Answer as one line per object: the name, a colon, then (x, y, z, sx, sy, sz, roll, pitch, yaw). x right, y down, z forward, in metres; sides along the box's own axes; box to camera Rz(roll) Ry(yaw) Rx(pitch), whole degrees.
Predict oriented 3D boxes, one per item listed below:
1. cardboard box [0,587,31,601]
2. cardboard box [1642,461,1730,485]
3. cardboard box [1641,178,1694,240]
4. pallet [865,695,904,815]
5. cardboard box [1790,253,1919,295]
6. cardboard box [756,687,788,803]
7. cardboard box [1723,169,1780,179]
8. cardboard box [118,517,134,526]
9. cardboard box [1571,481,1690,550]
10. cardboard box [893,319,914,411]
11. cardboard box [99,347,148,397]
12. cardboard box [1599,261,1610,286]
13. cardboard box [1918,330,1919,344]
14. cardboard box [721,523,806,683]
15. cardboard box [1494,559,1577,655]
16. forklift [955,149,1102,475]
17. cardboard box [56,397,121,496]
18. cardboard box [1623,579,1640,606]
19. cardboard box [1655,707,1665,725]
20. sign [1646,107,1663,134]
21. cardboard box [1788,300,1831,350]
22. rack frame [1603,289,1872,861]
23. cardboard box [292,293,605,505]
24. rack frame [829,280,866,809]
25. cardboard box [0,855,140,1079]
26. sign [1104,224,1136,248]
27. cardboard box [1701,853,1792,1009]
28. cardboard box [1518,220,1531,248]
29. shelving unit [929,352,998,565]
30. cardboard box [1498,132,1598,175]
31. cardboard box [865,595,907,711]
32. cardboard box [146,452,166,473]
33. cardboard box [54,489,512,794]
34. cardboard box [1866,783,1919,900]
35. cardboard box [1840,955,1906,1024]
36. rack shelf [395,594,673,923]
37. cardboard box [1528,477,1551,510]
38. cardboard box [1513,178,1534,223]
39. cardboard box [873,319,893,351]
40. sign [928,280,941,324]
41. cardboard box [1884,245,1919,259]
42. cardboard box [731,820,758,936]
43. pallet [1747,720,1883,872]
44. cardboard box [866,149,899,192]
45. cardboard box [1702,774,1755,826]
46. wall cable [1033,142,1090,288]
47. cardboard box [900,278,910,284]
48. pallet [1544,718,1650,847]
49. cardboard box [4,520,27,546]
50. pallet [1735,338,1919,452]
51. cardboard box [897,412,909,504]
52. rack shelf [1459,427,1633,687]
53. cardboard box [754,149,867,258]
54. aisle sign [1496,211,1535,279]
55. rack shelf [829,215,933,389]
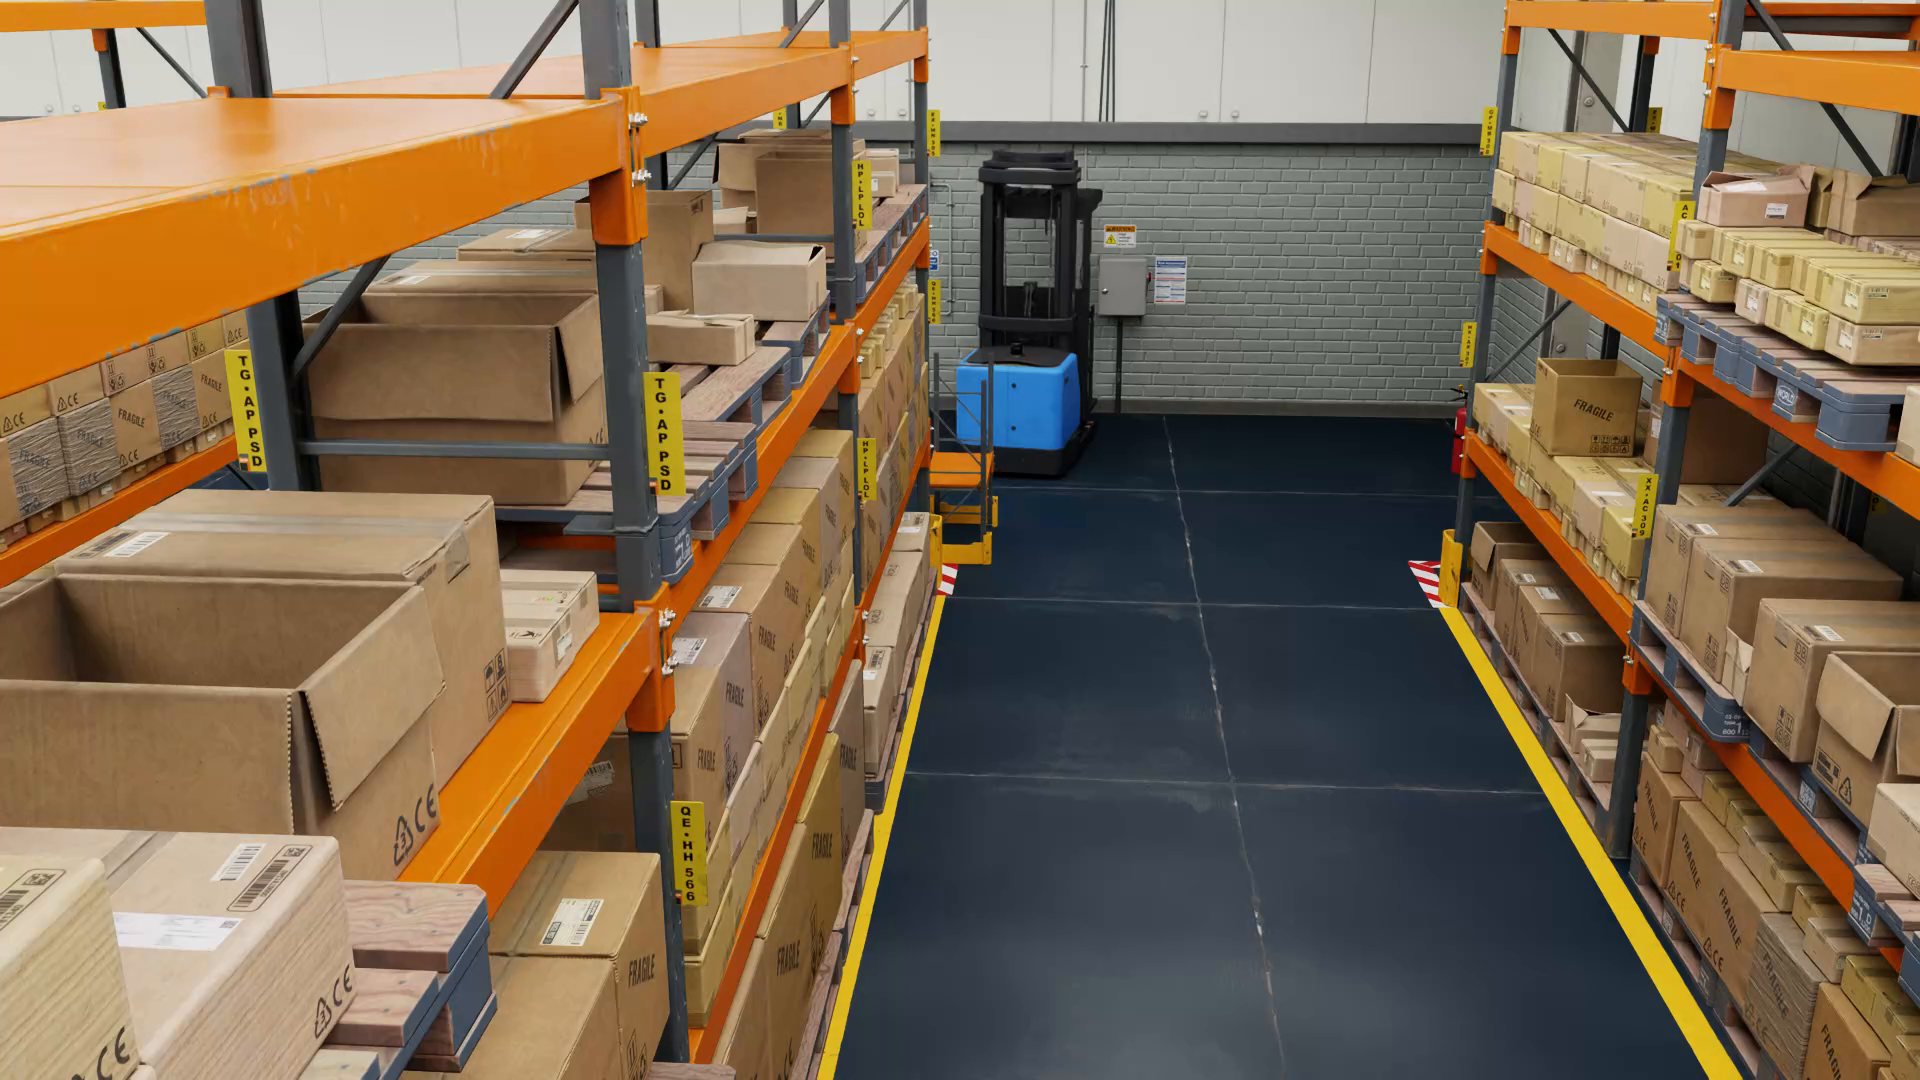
cardboard box: (-6.177, 0.415, 10.788, 0.380, 0.149, 0.250, 1, 18, 2)
cardboard box: (4.305, -0.280, 9.723, 0.500, 0.250, 0.500, 2, 18, 5)
cardboard box: (3.728, -1.641, 8.257, 0.500, 0.250, 0.500, 1, 18, 4)
pallet: (-0.886, 1.235, 9.814, 1.003, 0.211, 1.213, 1, 18, 4)
cardboard box: (3.513, -1.034, 6.534, 0.380, 0.149, 0.250, 2, 18, 5)
cardboard box: (-0.937, 0.754, 6.244, 0.500, 0.250, 0.500, 1, 18, 4)
cardboard box: (4.273, -1.788, 8.704, 0.500, 0.250, 0.500, 1, 18, 2)
cardboard box: (-5.953, -0.061, 12.240, 0.380, 0.149, 0.250, 2, 18, 5)
cardboard box: (3.747, -0.135, 9.282, 0.500, 0.250, 0.500, 1, 18, 4)
cardboard box: (-0.576, -1.149, 10.846, 0.500, 0.500, 0.500, 1, 18, 4)
cardboard box: (-5.561, -1.210, 10.554, 0.500, 0.500, 0.500, 1, 18, 2)
cardboard box: (3.783, -1.488, 9.233, 0.380, 0.149, 0.250, 2, 18, 6)
cardboard box: (3.468, -0.705, 5.562, 0.380, 0.149, 0.250, 1, 18, 4)
cardboard box: (-0.908, 0.245, 6.591, 0.500, 0.500, 0.500, 2, 18, 5)
cardboard box: (3.981, 0.453, 11.064, 0.700, 0.500, 0.500, 2, 18, 6)
forklift: (0.793, -2.421, 16.606, 1.130, 2.935, 3.031, 4, 19, 13)
cardboard box: (-5.576, -0.581, 10.241, 0.500, 0.500, 0.500, 1, 18, 3)
cardboard box: (3.703, 0.269, 8.689, 0.380, 0.149, 0.250, 2, 18, 5)
cardboard box: (4.215, 1.132, 9.294, 0.500, 0.311, 0.500, 2, 18, 6)
sign: (4.771, -2.816, 11.460, 0.100, 0.325, 0.005, 1, 18, 4)
cardboard box: (3.416, -0.819, 6.357, 0.380, 0.149, 0.250, 2, 18, 5)
rack frame: (3.932, 0.254, 8.330, 1.000, 3.000, 0.127, 1, 18, 4)
cardboard box: (-1.429, -0.408, 4.692, 0.797, 0.503, 0.637, 0, 18, 1)
rack frame: (-1.019, 0.145, 8.665, 1.000, 3.000, 0.127, 1, 18, 4)
cardboard box: (-1.125, 0.510, 1.495, 0.500, 0.250, 0.500, 1, 18, 3)
sign: (1.693, -3.215, 17.592, 0.339, 0.242, 0.001, 1, 18, 4)
cardboard box: (3.605, 1.708, 7.233, 0.500, 0.500, 0.500, 1, 18, 2)
cardboard box: (3.816, -1.964, 10.686, 0.380, 0.149, 0.250, 2, 18, 5)
shelving unit: (-0.005, -0.689, 13.617, 0.587, 1.500, 1.083, 1, 18, 4)
cardboard box: (3.937, -2.589, 11.150, 0.500, 0.250, 0.500, 1, 18, 3)
cardboard box: (-0.803, 0.692, 10.435, 0.875, 0.438, 0.875, 1, 18, 2)
cardboard box: (-5.598, -0.552, 11.193, 0.380, 0.149, 0.250, 1, 18, 2)
cardboard box: (-1.384, 0.208, 3.493, 0.700, 0.500, 0.500, 1, 18, 4)
cardboard box: (3.398, 1.033, 5.519, 0.500, 0.250, 0.500, 0, 18, 1)
cardboard box: (3.561, 1.693, 6.238, 0.380, 0.149, 0.250, 1, 18, 3)
rack shelf: (-1.449, 0.924, 2.623, 1.077, 0.370, 4.000, 1, 18, 4)
cardboard box: (3.781, -0.292, 10.399, 0.380, 0.149, 0.250, 2, 18, 5)
cardboard box: (3.899, -2.194, 10.746, 0.500, 0.250, 0.500, 2, 18, 5)
cardboard box: (-0.609, -1.251, 10.116, 0.380, 0.149, 0.250, 1, 18, 4)
sign: (-0.192, -1.744, 12.189, 0.100, 0.325, 0.005, 1, 18, 4)
cardboard box: (3.994, -1.106, 6.753, 0.380, 0.149, 0.250, 2, 18, 5)
cardboard box: (-1.000, 1.152, 5.831, 0.500, 0.250, 0.500, 1, 18, 2)
pallet: (3.780, 0.984, 6.412, 1.003, 0.211, 1.213, 1, 18, 4)
cardboard box: (-0.675, -2.557, 11.499, 0.500, 0.250, 0.500, 0, 18, -1)
cardboard box: (3.691, 1.207, 7.719, 0.380, 0.149, 0.250, 0, 18, 1)
wall cable: (1.064, -3.304, 17.559, 0.588, 1.984, 0.122, 1, 18, 4)
cardboard box: (-0.552, -1.733, 11.588, 0.380, 0.149, 0.250, 2, 18, 5)
pallet: (3.982, 1.366, 9.415, 1.003, 0.211, 1.213, 1, 18, 4)
cardboard box: (-5.706, -0.062, 9.698, 0.380, 0.149, 0.250, 0, 18, 1)
pallet: (3.744, -0.559, 6.296, 1.213, 0.211, 1.003, 1, 18, 4)
cardboard box: (-0.605, -0.513, 10.512, 0.500, 0.500, 0.500, 2, 18, 6)
rack shelf: (4.076, -0.025, 10.338, 1.077, 0.370, 4.000, 1, 18, 4)
cardboard box: (-0.767, -1.754, 8.644, 0.500, 0.500, 0.500, 2, 18, 5)
aisle sign: (3.931, -2.251, 11.801, 0.394, 0.787, 0.004, 1, 18, 4)
rack shelf: (-0.876, -1.560, 10.205, 1.077, 0.370, 4.000, 1, 18, 4)
